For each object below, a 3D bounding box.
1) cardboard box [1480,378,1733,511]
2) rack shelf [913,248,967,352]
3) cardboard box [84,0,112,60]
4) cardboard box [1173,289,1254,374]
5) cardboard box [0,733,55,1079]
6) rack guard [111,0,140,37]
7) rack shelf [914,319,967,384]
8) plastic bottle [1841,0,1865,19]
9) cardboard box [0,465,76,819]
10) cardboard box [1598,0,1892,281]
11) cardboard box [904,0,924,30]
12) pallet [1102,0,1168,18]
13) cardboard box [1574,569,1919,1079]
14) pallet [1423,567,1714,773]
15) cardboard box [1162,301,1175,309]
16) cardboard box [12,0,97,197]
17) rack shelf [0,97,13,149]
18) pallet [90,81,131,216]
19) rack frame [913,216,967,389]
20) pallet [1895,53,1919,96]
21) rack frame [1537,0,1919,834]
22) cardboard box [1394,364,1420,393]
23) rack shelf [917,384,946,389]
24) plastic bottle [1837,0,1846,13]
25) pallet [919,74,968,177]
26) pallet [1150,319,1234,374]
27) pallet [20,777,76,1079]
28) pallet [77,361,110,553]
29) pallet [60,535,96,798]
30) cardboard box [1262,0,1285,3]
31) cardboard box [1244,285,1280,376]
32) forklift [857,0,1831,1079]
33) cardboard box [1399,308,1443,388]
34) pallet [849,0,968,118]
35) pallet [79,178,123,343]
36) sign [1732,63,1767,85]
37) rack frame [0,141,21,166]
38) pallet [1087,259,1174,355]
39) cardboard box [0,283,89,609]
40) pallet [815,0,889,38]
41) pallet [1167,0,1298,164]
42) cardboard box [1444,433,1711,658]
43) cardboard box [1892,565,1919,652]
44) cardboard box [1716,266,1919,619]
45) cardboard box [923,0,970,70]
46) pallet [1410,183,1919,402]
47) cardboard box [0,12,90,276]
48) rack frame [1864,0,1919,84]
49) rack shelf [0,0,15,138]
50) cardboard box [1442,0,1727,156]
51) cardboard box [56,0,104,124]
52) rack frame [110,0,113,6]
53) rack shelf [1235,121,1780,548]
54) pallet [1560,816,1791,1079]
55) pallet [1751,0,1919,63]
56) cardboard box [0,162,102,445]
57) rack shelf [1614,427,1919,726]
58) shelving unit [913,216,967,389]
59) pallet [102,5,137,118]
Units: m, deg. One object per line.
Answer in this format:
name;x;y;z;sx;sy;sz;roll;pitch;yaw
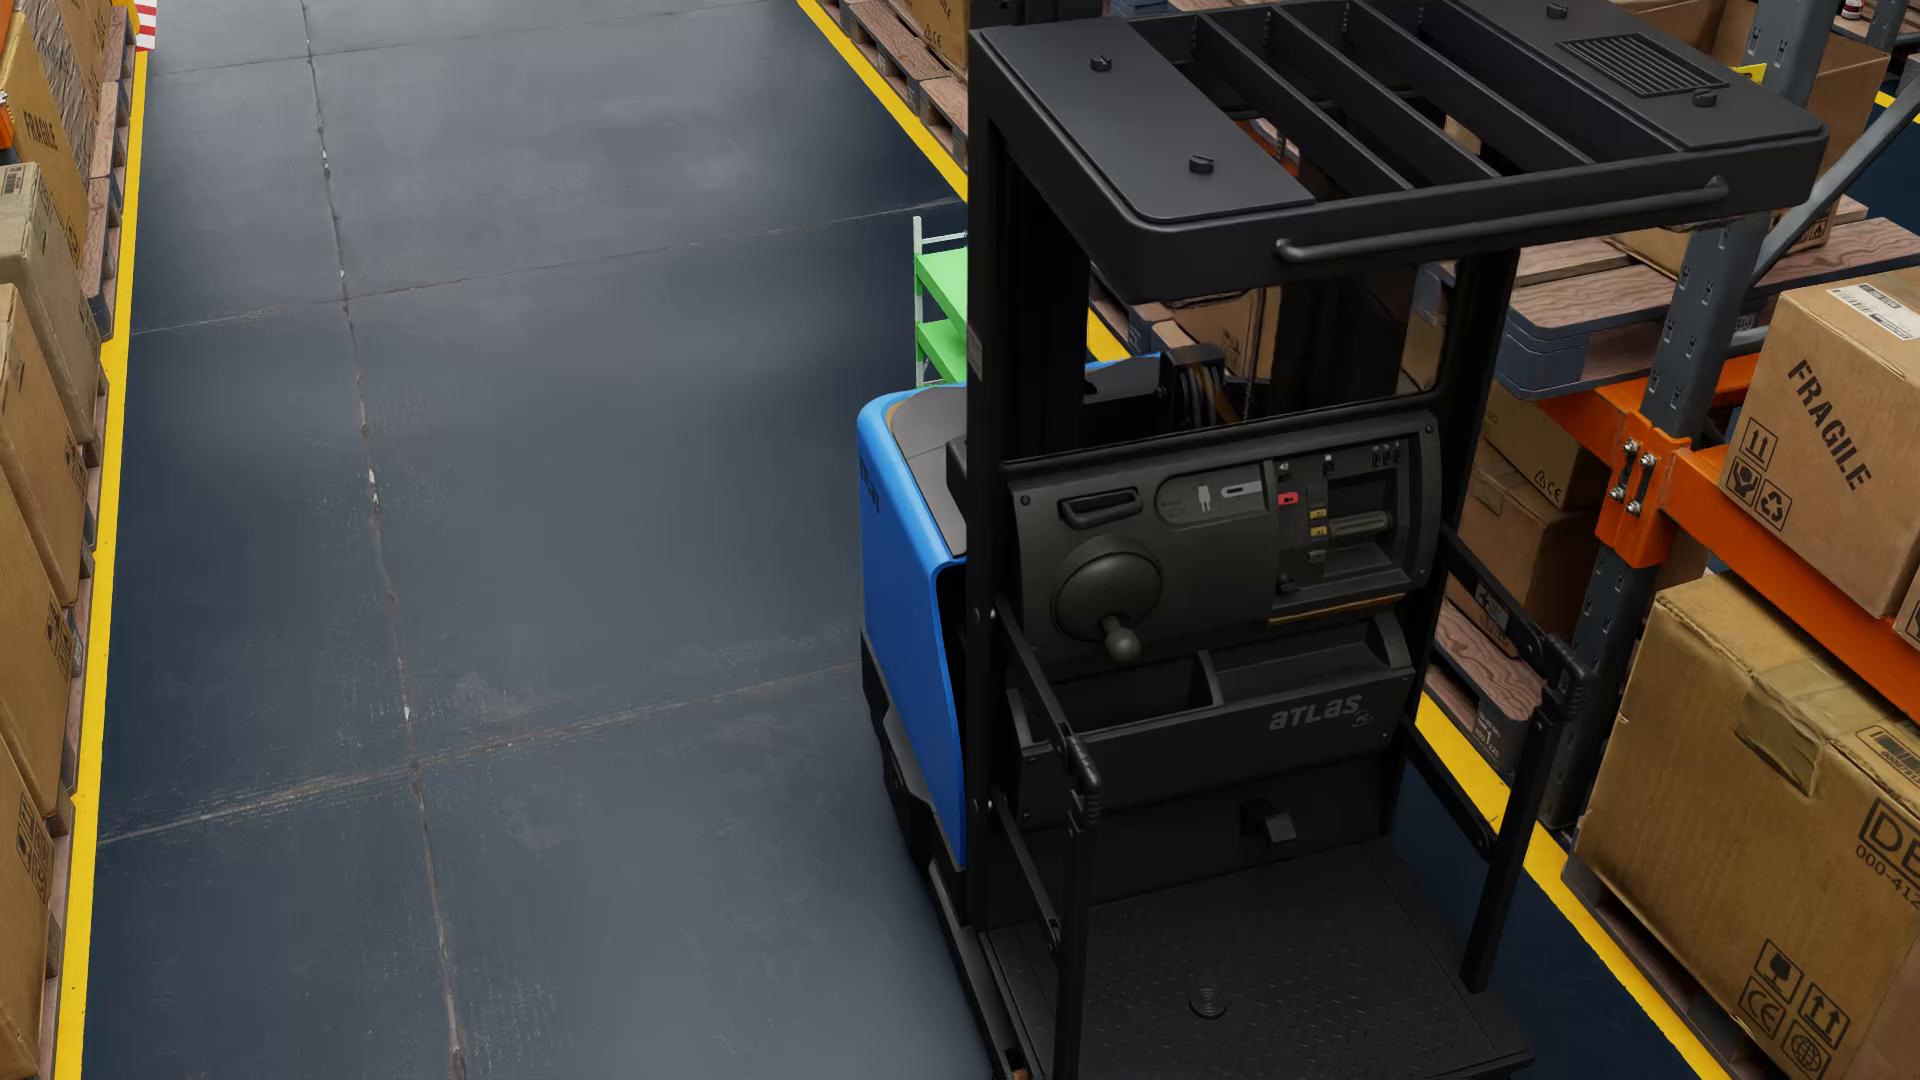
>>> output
cardboard box;1.843;-0.364;4.828;0.500;0.250;0.500;-11;38;-14
rack shelf;0.057;-0.718;5.015;0.258;0.148;0.480;-12;39;-16
cardboard box;-5.048;-3.014;8.675;0.875;0.875;0.875;-12;39;-16
cardboard box;1.256;-1.011;6.311;0.700;0.500;0.500;-16;40;-20
cardboard box;-2.715;0.823;3.684;1.050;0.750;0.750;-13;39;-17
rack guard;-5.351;-3.079;9.422;1.175;0.500;0.348;-12;39;-16
rack shelf;0.057;-0.526;5.159;0.258;0.148;0.480;-12;39;-16
plastic bottle;4.958;-2.998;9.197;0.097;0.201;0.097;0;37;0
cardboard box;-3.019;0.330;4.339;1.050;0.750;0.750;-12;39;-15
cardboard box;1.878;-1.019;4.178;0.500;0.500;0.500;-17;40;-21
cardboard box;-0.017;-3.159;9.179;0.500;0.500;0.500;-9;38;-12
pallet;0.852;-2.236;6.384;1.003;0.211;1.213;-12;39;-16
cardboard box;2.320;0.561;3.930;1.225;0.875;0.875;-14;39;-18
pallet;1.834;0.157;5.365;1.003;0.211;1.213;-12;39;-16
cardboard box;1.063;-1.327;6.730;0.700;0.500;0.500;-13;39;-16
cardboard box;-4.431;-2.002;7.331;0.875;0.875;0.875;-12;39;-16
rack shelf;-3.278;-0.387;4.369;1.077;0.370;4.000;-12;39;-16
pallet;-4.579;-1.827;8.000;1.003;0.211;1.213;-12;39;-16
rack frame;-0.027;-0.524;5.448;0.240;1.200;0.015;-12;39;-16
pallet;5.682;-2.250;8.562;1.003;0.211;1.213;-12;39;-16
rack frame;2.102;-0.515;3.940;1.000;3.000;0.127;-12;39;-16
cardboard box;1.649;-0.377;5.469;0.700;0.500;0.500;-16;40;-20
rack shelf;0.057;-0.335;5.303;0.258;0.148;0.480;-12;39;-16
plastic bottle;4.900;-3.094;9.256;0.061;0.283;0.133;-11;38;-14
pallet;0.461;-2.032;8.273;1.003;0.211;1.213;-12;39;-16
pallet;1.418;-0.531;6.279;1.003;0.211;1.213;-12;39;-16
pallet;-2.791;1.108;4.103;1.003;0.211;1.213;-12;39;-16
pallet;-3.630;-0.270;5.933;1.003;0.211;1.213;-12;39;-16
pallet;-3.207;0.420;5.017;1.003;0.211;1.213;-12;39;-16
cardboard box;1.408;-2.023;5.508;0.797;0.503;0.637;-9;38;-11
cardboard box;1.448;-0.696;5.893;0.700;0.500;0.500;-9;38;-12
forklift;0.619;0.066;3.226;1.130;2.935;3.031;-10;38;-13
cardboard box;1.651;-0.661;5.223;0.500;0.250;0.500;-8;38;-11
pallet;0.037;-2.723;9.189;1.003;0.211;1.213;-12;39;-16
pallet;-4.155;-1.136;7.083;1.003;0.211;1.213;-12;39;-16
sign;1.595;-0.828;3.459;0.100;0.325;0.005;-12;39;-16
rack frame;-3.967;-1.804;5.652;1.000;3.000;0.127;-12;39;-16
pallet;0.994;-1.221;7.195;1.003;0.211;1.213;-12;39;-16
cardboard box;-3.340;-0.196;5.038;1.050;0.750;0.750;-12;39;-16
pallet;-0.379;-3.411;10.103;1.003;0.211;1.213;-12;39;-16
pallet;1.382;-1.548;5.471;1.003;0.211;1.213;-12;39;-16
cardboard box;1.852;-0.066;5.057;0.700;0.500;0.500;-14;39;-18
cardboard box;2.193;0.067;3.084;0.500;0.500;0.500;-13;39;-17
cardboard box;2.013;-0.224;3.471;0.500;0.500;0.500;-11;38;-15
cardboard box;0.133;-2.834;8.748;0.500;0.500;0.500;-16;40;-20
pallet;1.756;-0.818;4.503;1.213;0.211;1.003;-12;39;-16
cardboard box;-4.117;-1.493;6.656;0.875;0.875;0.875;-12;39;-15
rack frame;5.376;-3.800;8.301;1.000;3.000;0.127;-12;39;-16
rack shelf;-4.655;-2.647;7.369;1.077;0.370;4.000;-12;39;-16
cardboard box;1.592;-1.314;4.569;0.700;0.500;0.500;-7;38;-9
cardboard box;-4.743;-2.517;8.015;0.875;0.875;0.875;-13;39;-17
rack frame;-5.343;-4.064;8.652;1.000;3.000;0.127;-12;39;-16
rack shelf;1.413;-1.357;5.656;1.077;0.370;4.000;-12;39;-16
pallet;2.302;1.060;4.167;1.003;0.211;1.213;-12;39;-16
pallet;5.184;-3.074;9.655;1.003;0.211;1.213;-12;39;-16
cardboard box;-3.669;-0.741;5.762;1.050;0.750;0.750;-13;39;-16
rack shelf;2.790;0.903;2.657;1.077;0.370;4.000;-12;39;-16
shelving unit;0.057;-0.386;5.265;0.258;1.200;0.503;-12;39;-16
pallet;-4.995;-2.515;8.913;1.003;0.211;1.213;-12;39;-16
